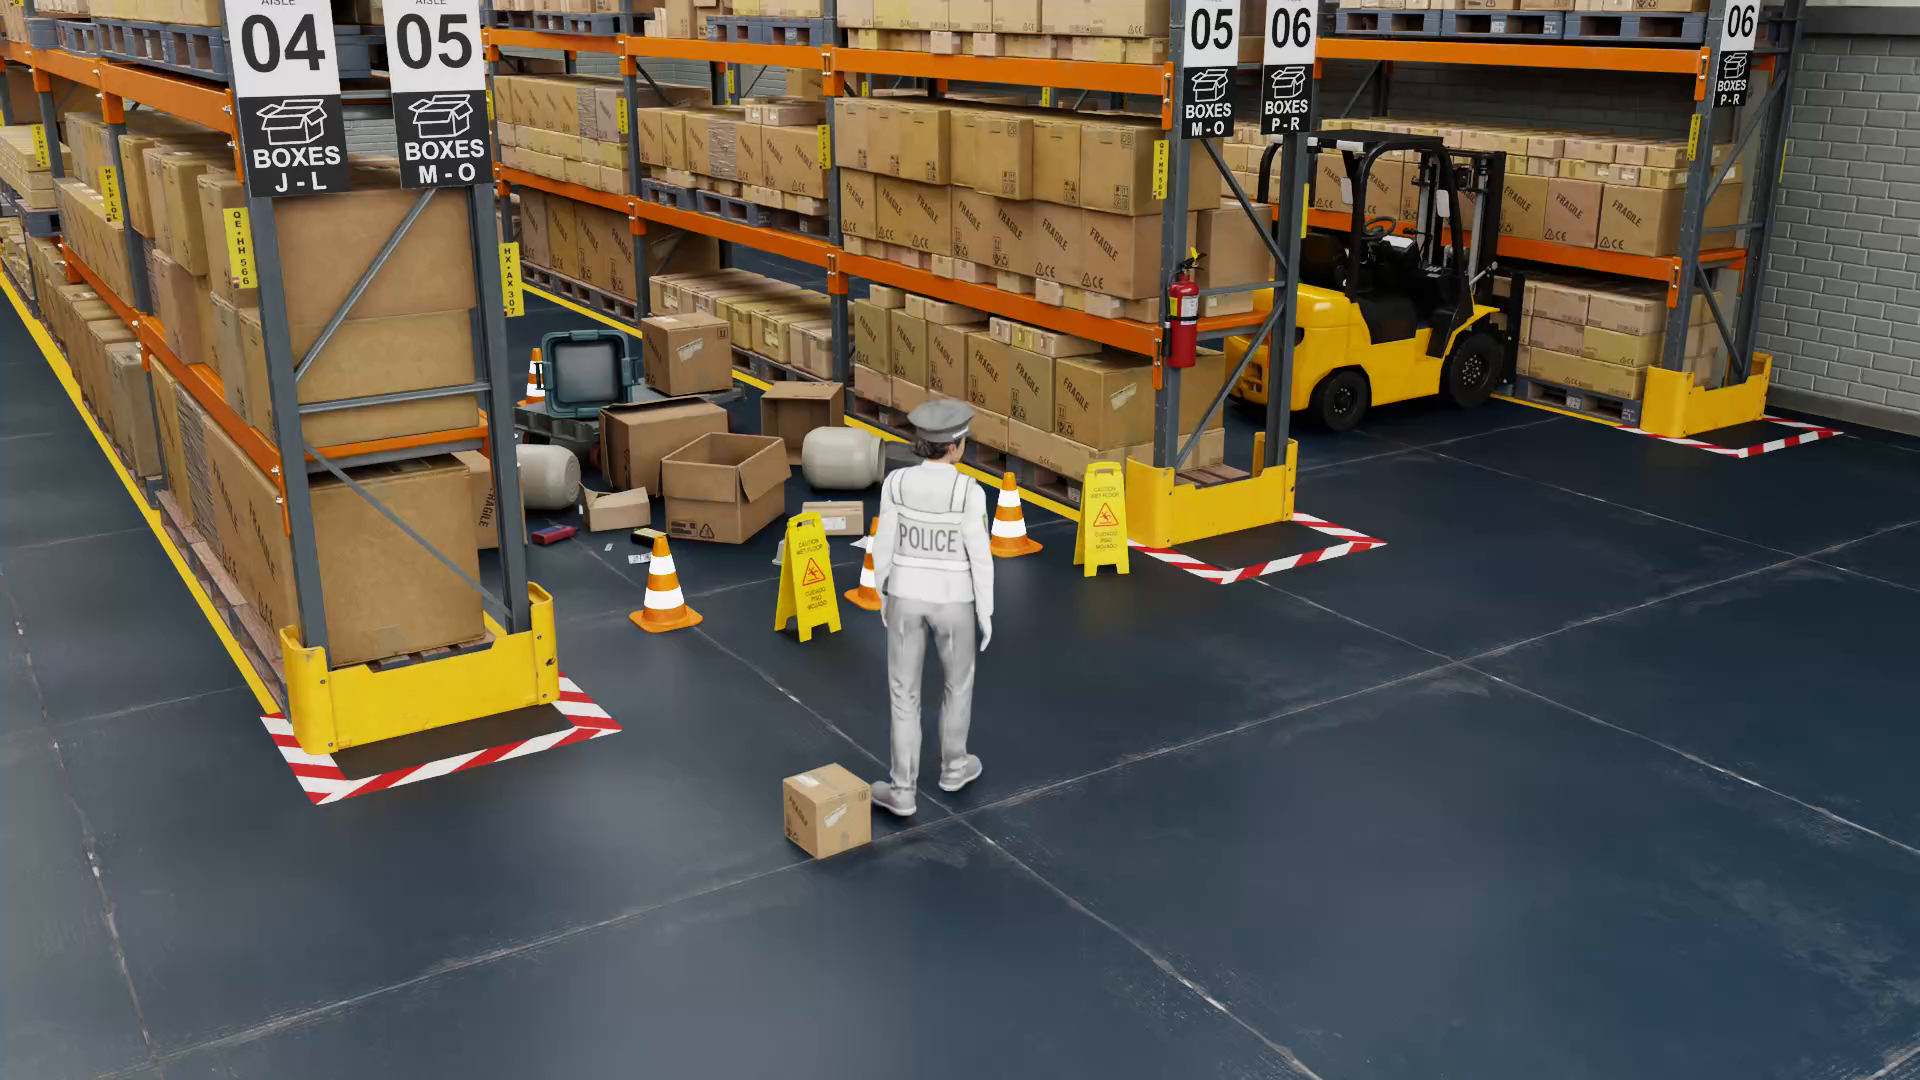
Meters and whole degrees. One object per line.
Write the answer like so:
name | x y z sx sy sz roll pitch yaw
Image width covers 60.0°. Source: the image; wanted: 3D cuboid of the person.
person | -0.109 0.272 6.711 0.507 1.665 0.590 3 18 10
